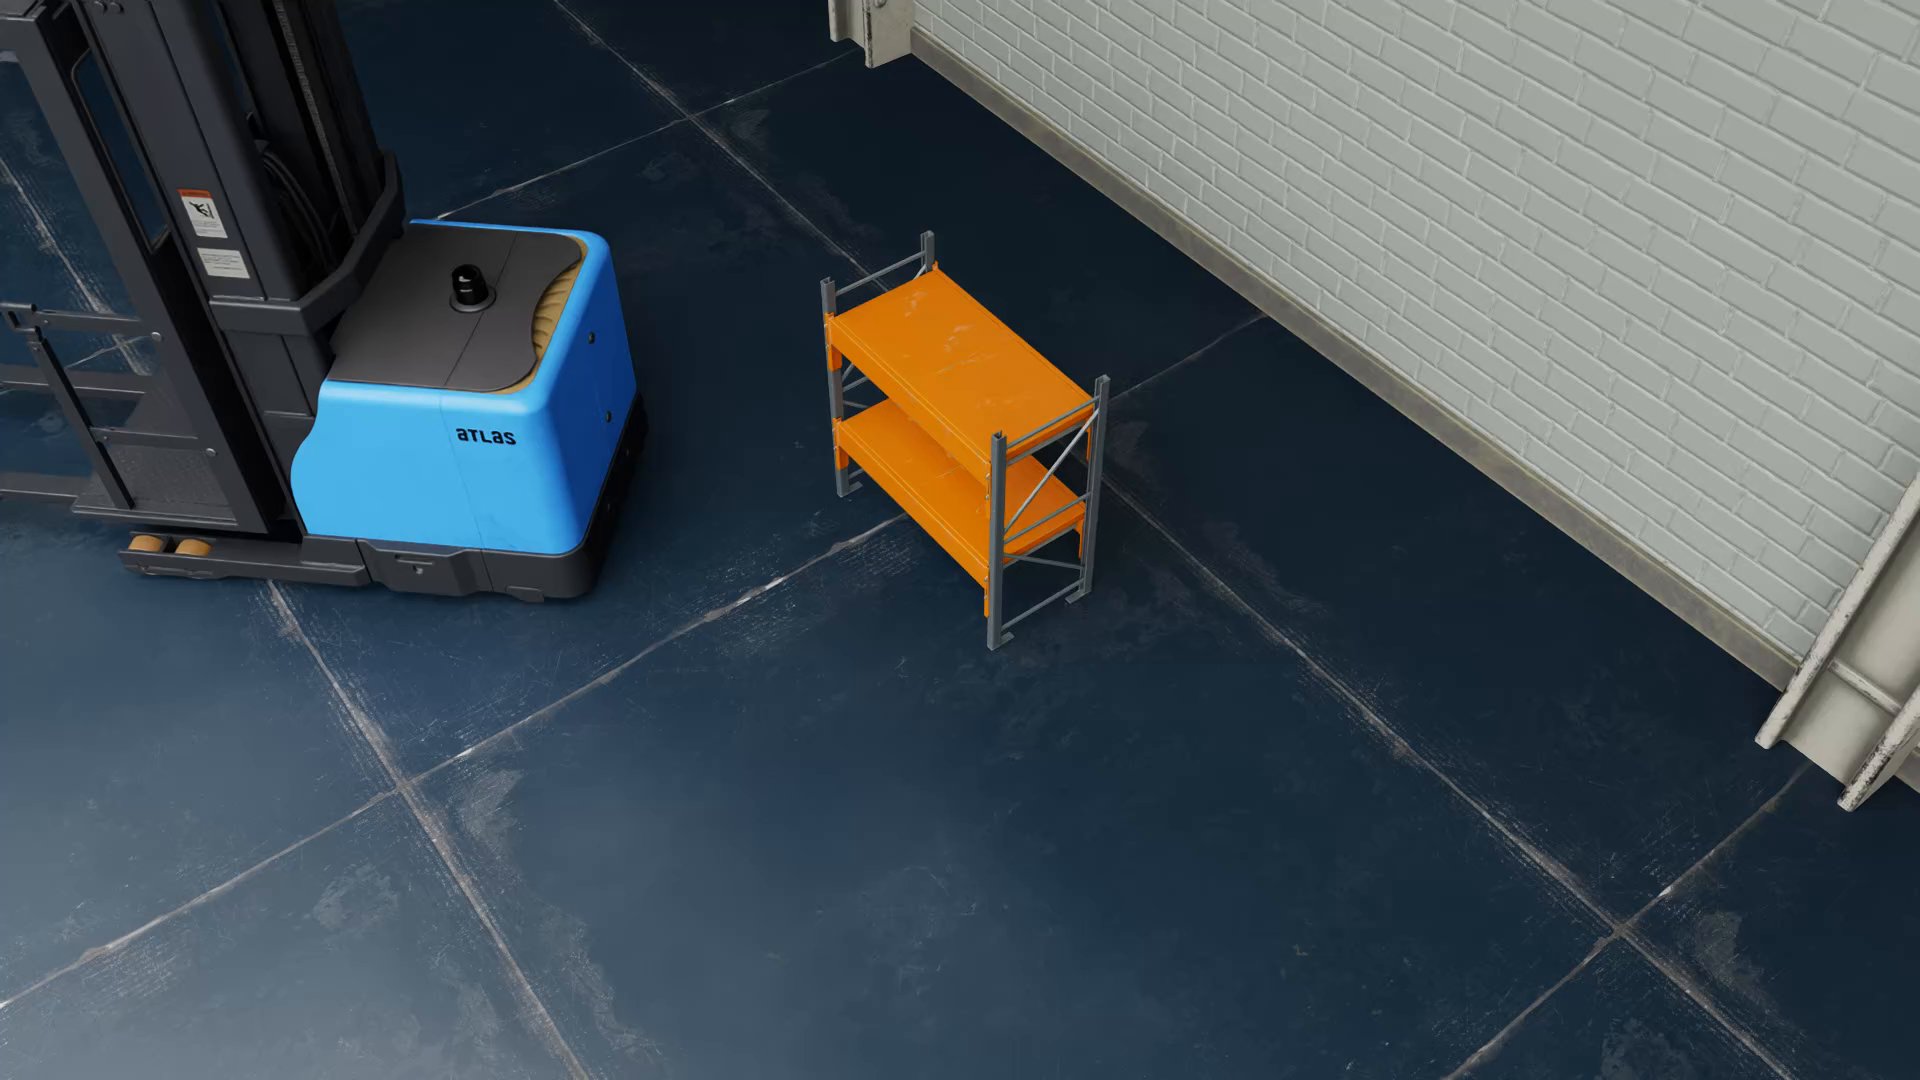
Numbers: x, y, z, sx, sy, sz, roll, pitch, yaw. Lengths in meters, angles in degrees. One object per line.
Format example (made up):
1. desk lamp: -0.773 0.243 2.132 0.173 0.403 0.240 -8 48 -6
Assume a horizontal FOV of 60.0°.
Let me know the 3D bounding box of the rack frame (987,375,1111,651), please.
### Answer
1. rack frame: 0.312 -0.074 6.057 0.500 1.125 0.032 -29 54 -24

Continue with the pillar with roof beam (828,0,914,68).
1. pillar with roof beam: -3.912 -3.851 4.166 9.100 9.000 0.400 -29 54 -24

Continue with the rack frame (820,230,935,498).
1. rack frame: -0.304 -0.674 6.600 0.500 1.125 0.032 -29 54 -24

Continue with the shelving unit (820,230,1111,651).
1. shelving unit: 0.004 -0.374 6.328 0.538 1.125 1.048 -29 54 -24

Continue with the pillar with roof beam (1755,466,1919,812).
1. pillar with roof beam: -0.279 -0.313 0.958 9.100 9.000 0.400 -29 54 -24

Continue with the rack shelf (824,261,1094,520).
1. rack shelf: 0.004 -0.570 6.112 0.538 0.278 1.000 -29 54 -24

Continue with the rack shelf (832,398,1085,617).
1. rack shelf: 0.004 -0.210 6.510 0.538 0.278 1.000 -29 54 -24

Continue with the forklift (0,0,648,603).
1. forklift: -2.881 -1.214 5.871 3.031 2.935 1.130 5 48 4
